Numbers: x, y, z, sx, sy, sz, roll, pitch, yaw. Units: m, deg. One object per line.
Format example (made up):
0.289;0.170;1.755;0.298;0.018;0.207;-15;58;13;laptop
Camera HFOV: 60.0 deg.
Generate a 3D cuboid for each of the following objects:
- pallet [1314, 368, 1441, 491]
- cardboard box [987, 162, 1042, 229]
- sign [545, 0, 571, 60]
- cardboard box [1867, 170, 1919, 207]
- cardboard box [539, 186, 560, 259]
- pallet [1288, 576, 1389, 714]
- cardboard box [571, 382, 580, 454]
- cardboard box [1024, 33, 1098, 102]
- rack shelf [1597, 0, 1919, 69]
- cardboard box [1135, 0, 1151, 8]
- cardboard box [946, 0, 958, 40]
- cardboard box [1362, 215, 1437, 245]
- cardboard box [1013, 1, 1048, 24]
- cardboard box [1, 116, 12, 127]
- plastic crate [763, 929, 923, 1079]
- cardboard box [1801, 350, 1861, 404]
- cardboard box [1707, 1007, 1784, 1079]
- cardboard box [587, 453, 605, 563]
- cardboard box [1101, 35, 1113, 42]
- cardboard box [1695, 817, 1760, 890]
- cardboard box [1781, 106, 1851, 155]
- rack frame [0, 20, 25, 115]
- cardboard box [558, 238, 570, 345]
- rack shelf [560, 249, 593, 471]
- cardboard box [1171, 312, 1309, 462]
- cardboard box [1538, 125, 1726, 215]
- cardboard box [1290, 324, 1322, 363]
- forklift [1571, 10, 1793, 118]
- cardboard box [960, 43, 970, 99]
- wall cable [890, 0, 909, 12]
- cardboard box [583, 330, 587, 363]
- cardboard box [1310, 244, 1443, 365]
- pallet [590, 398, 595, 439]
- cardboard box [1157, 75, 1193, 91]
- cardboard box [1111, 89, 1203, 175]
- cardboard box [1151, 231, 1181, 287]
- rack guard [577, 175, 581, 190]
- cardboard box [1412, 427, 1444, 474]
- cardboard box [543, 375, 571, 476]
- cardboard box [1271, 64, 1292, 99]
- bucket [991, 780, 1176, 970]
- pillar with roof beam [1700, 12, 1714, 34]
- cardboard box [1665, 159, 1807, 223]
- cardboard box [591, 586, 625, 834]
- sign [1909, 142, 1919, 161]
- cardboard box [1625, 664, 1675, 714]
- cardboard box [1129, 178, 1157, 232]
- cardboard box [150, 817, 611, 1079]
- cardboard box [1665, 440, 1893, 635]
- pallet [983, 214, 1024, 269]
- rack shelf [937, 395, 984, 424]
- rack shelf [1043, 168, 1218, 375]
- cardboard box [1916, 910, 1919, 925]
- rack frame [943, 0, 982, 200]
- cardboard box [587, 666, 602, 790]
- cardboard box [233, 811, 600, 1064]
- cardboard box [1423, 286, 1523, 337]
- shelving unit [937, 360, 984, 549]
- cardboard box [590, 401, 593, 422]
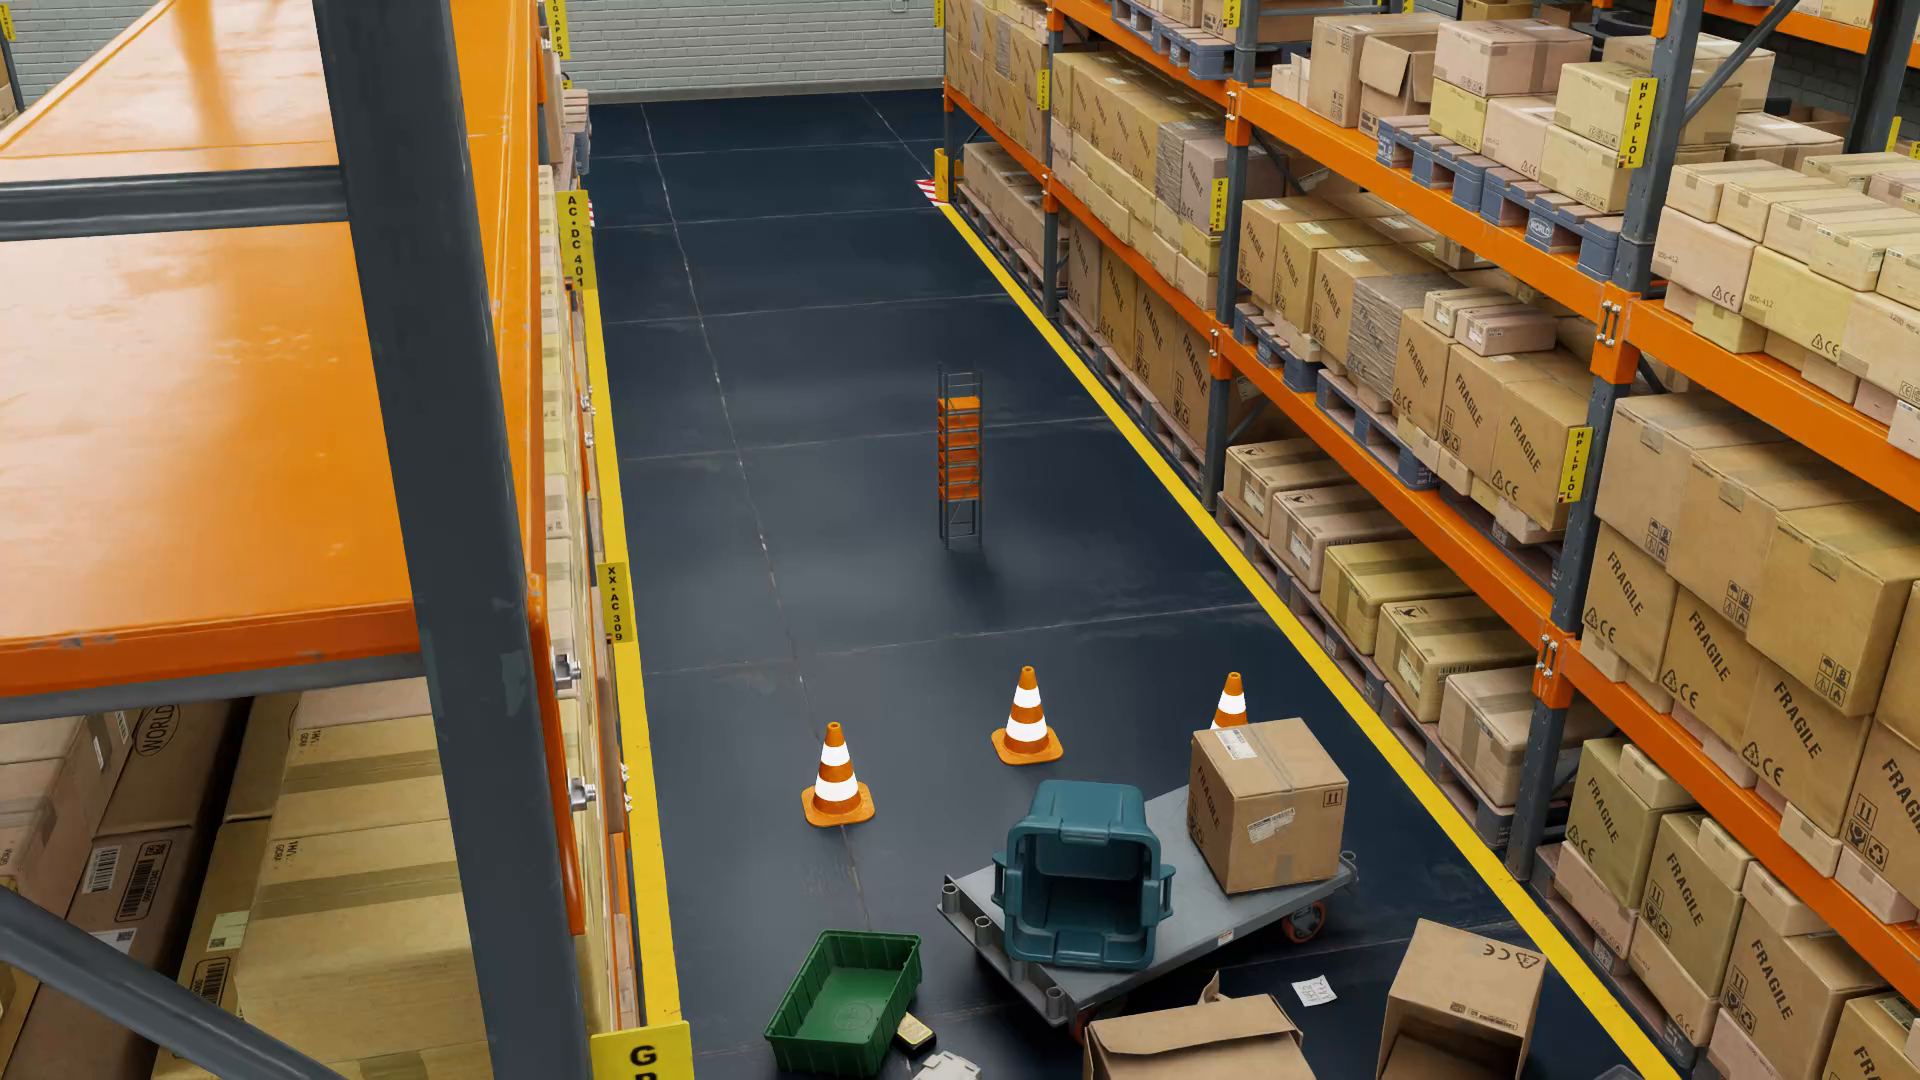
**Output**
2.615;-0.648;8.918;1.003;0.211;1.213;-6;27;-12;pallet
0.787;-3.474;16.681;0.875;0.438;0.875;-5;27;-10;cardboard box
-2.128;-2.710;8.799;0.100;0.325;0.005;-6;27;-12;sign
3.448;-1.202;5.868;0.380;0.149;0.250;-7;28;-13;cardboard box
-1.319;-0.871;4.635;0.380;0.149;0.250;-6;27;-12;cardboard box
2.575;0.524;9.478;1.003;0.211;1.213;-6;27;-12;pallet
-1.201;-0.291;4.370;0.380;0.149;0.250;-6;27;-11;cardboard box
0.852;-4.025;14.174;0.500;0.500;0.500;-6;27;-12;cardboard box
6.514;-4.000;12.816;1.077;0.370;4.000;-6;27;-12;rack shelf
1.450;-3.914;11.270;0.500;0.500;0.500;-6;27;-11;cardboard box
0.157;-5.362;16.824;0.500;0.500;0.500;-7;28;-13;cardboard box
2.630;-1.566;9.617;0.500;0.500;0.500;-6;27;-12;cardboard box
0.682;-4.691;14.774;0.380;0.149;0.250;-6;27;-12;cardboard box
-8.867;-3.755;15.140;0.380;0.149;0.250;-6;27;-11;cardboard box
-0.454;1.877;6.758;0.450;0.188;0.662;-2;25;20;plastic crate
3.048;-0.576;5.511;0.380;0.149;0.250;-5;27;-10;cardboard box
3.154;1.950;6.144;0.500;0.250;0.500;-6;27;-12;cardboard box
-1.850;-0.040;7.389;0.500;0.500;0.500;-6;27;-12;cardboard box
1.409;-4.300;14.000;0.380;0.149;0.250;-6;27;-12;cardboard box
2.988;1.146;6.184;0.380;0.149;0.250;-5;27;-10;cardboard box
6.416;-3.036;12.855;0.797;0.503;0.637;-7;28;-13;cardboard box
-9.329;-4.104;15.553;1.000;3.000;0.127;-6;27;-12;rack frame
-1.408;-0.743;4.823;0.500;0.250;0.500;-6;27;-12;cardboard box
-2.220;-1.191;7.251;1.077;0.370;4.000;-6;27;-12;rack shelf
2.055;-1.149;11.590;0.875;0.875;0.875;-6;27;-12;cardboard box
2.758;-1.544;6.851;0.500;0.250;0.500;-6;28;-13;cardboard box
2.111;-1.137;9.487;0.380;0.149;0.250;-6;27;-11;cardboard box
4.990;-2.209;11.873;3.031;2.935;1.130;-4;27;-8;forklift
0.296;-4.696;16.614;0.500;0.500;0.500;-6;27;-12;cardboard box
-0.967;-8.051;22.210;0.585;1.953;0.123;-6;27;-12;wall cable
-2.804;-1.226;11.327;0.500;0.250;0.500;-6;27;-11;cardboard box
2.256;-1.282;9.054;0.500;0.500;0.500;-5;27;-11;cardboard box
-3.117;-0.684;11.872;1.003;0.211;1.213;-6;27;-12;pallet
1.792;-3.224;12.588;0.500;0.500;0.500;-5;27;-10;cardboard box
1.422;-2.956;12.057;0.500;0.500;0.500;-6;27;-12;cardboard box
1.632;-1.950;11.451;0.500;0.250;0.500;-5;27;-11;cardboard box
-4.456;-3.414;16.960;1.175;0.500;0.348;-6;27;-12;rack guard
2.450;-0.454;8.134;0.380;0.149;0.250;-6;27;-11;cardboard box
-0.976;-0.204;3.313;0.380;0.149;0.250;-6;27;-11;cardboard box
2.035;-2.670;9.661;0.380;0.149;0.250;-6;27;-12;cardboard box
0.508;1.313;6.766;0.726;0.611;0.620;3;17;6;bucket
2.590;-6.498;13.638;9.100;9.000;0.400;-6;27;-12;pillar with roof beam
2.784;-1.254;5.971;0.380;0.149;0.250;-6;27;-13;cardboard box
-1.482;0.551;4.965;0.875;0.550;0.550;-6;27;-12;cardboard box
6.438;-2.527;11.230;0.100;0.325;0.005;-6;27;-12;sign
2.897;0.546;6.618;0.380;0.149;0.250;-5;27;-10;cardboard box
1.518;-2.389;11.766;0.500;0.250;0.500;-7;28;-13;cardboard box
-0.726;0.586;2.191;0.500;0.250;0.500;-6;27;-12;cardboard box
3.012;-0.025;5.919;0.700;0.500;0.500;-6;27;-11;cardboard box
0.854;-2.988;16.436;1.003;0.211;1.213;-6;27;-12;pallet
0.003;-0.811;10.325;0.258;0.103;0.180;-6;27;-12;rack shelf
1.679;-2.155;12.490;1.077;0.370;4.000;-6;27;-12;rack shelf
3.314;1.210;5.302;0.380;0.149;0.250;-6;27;-12;cardboard box
0.326;-5.111;17.546;1.000;3.000;0.127;-6;27;-12;rack frame
-0.861;0.375;3.051;0.380;0.149;0.250;-6;27;-11;cardboard box
-0.633;0.467;1.984;0.380;0.149;0.250;-6;27;-11;cardboard box
2.454;-1.096;7.965;0.380;0.149;0.250;-7;28;-14;cardboard box
0.003;-0.529;10.467;0.258;1.200;0.189;-6;27;-12;shelving unit
-2.933;-1.129;11.966;0.500;0.500;0.500;-7;28;-13;cardboard box
